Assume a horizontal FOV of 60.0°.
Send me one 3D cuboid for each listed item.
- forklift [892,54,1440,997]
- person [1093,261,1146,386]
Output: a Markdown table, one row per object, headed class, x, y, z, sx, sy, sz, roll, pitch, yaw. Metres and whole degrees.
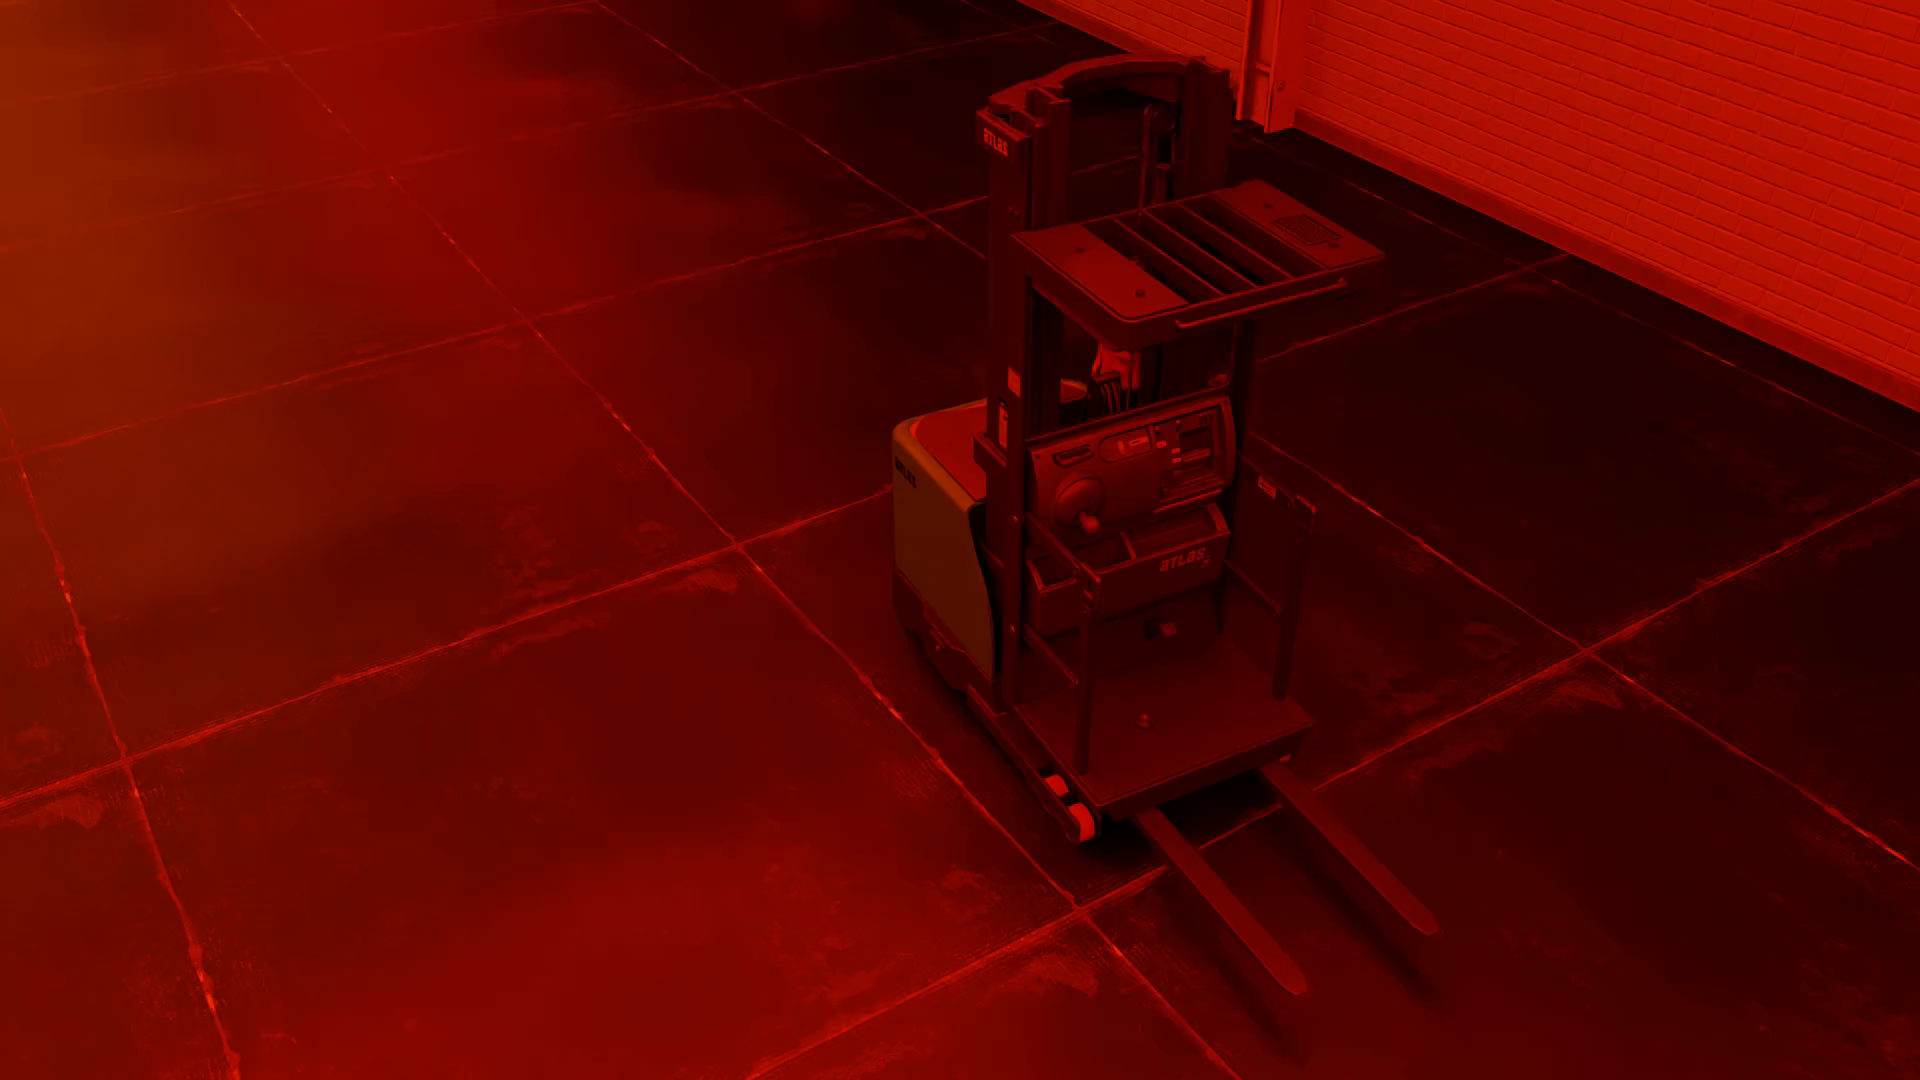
| class | x | y | z | sx | sy | sz | roll | pitch | yaw |
| --- | --- | --- | --- | --- | --- | --- | --- | --- | --- |
| forklift | 0.802 | -0.237 | 6.485 | 1.130 | 2.935 | 3.031 | -17 | 38 | -22 |
| person | 0.871 | -0.716 | 8.377 | 0.398 | 1.570 | 0.737 | -22 | 40 | -28 |
